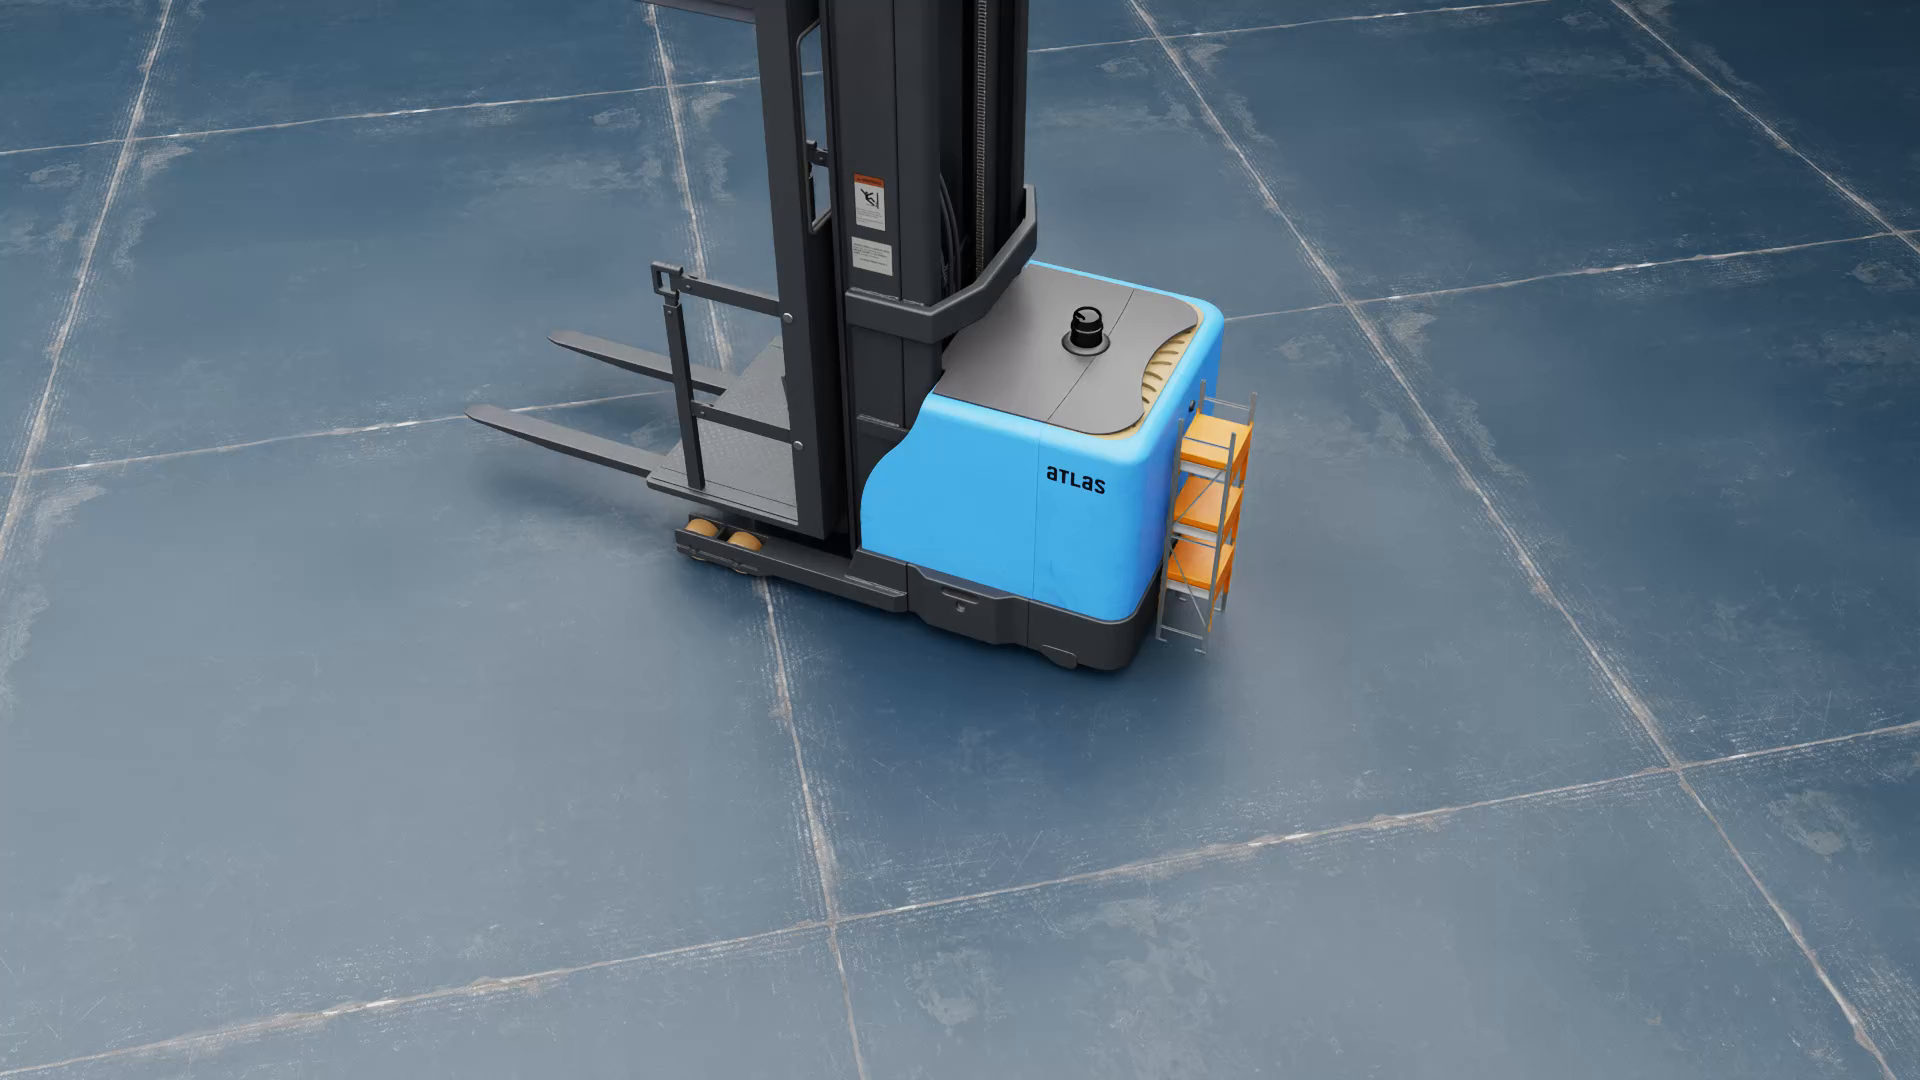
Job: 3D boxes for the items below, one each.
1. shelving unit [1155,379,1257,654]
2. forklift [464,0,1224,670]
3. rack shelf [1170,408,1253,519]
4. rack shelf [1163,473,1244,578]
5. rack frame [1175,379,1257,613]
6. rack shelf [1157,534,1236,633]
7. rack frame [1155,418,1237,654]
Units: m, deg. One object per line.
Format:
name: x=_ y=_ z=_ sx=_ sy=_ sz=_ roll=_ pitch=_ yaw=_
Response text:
shelving unit: x=0.884 y=-0.065 z=6.033 sx=0.215 sy=1.050 sz=0.252 roll=16 pitch=44 yaw=18
forklift: x=-0.577 y=-1.265 z=5.967 sx=3.031 sy=2.935 sz=1.130 roll=16 pitch=44 yaw=18
rack shelf: x=0.884 y=-0.270 z=5.851 sx=0.215 sy=0.259 sz=0.240 roll=16 pitch=44 yaw=18
rack shelf: x=0.884 y=-0.057 z=6.040 sx=0.215 sy=0.259 sz=0.240 roll=16 pitch=44 yaw=18
rack frame: x=0.933 y=-0.139 z=6.116 sx=0.200 sy=1.050 sz=0.008 roll=16 pitch=44 yaw=18
rack shelf: x=0.884 y=0.150 z=6.224 sx=0.215 sy=0.259 sz=0.240 roll=16 pitch=44 yaw=18
rack frame: x=0.835 y=0.009 z=5.949 sx=0.200 sy=1.050 sz=0.008 roll=16 pitch=44 yaw=18
